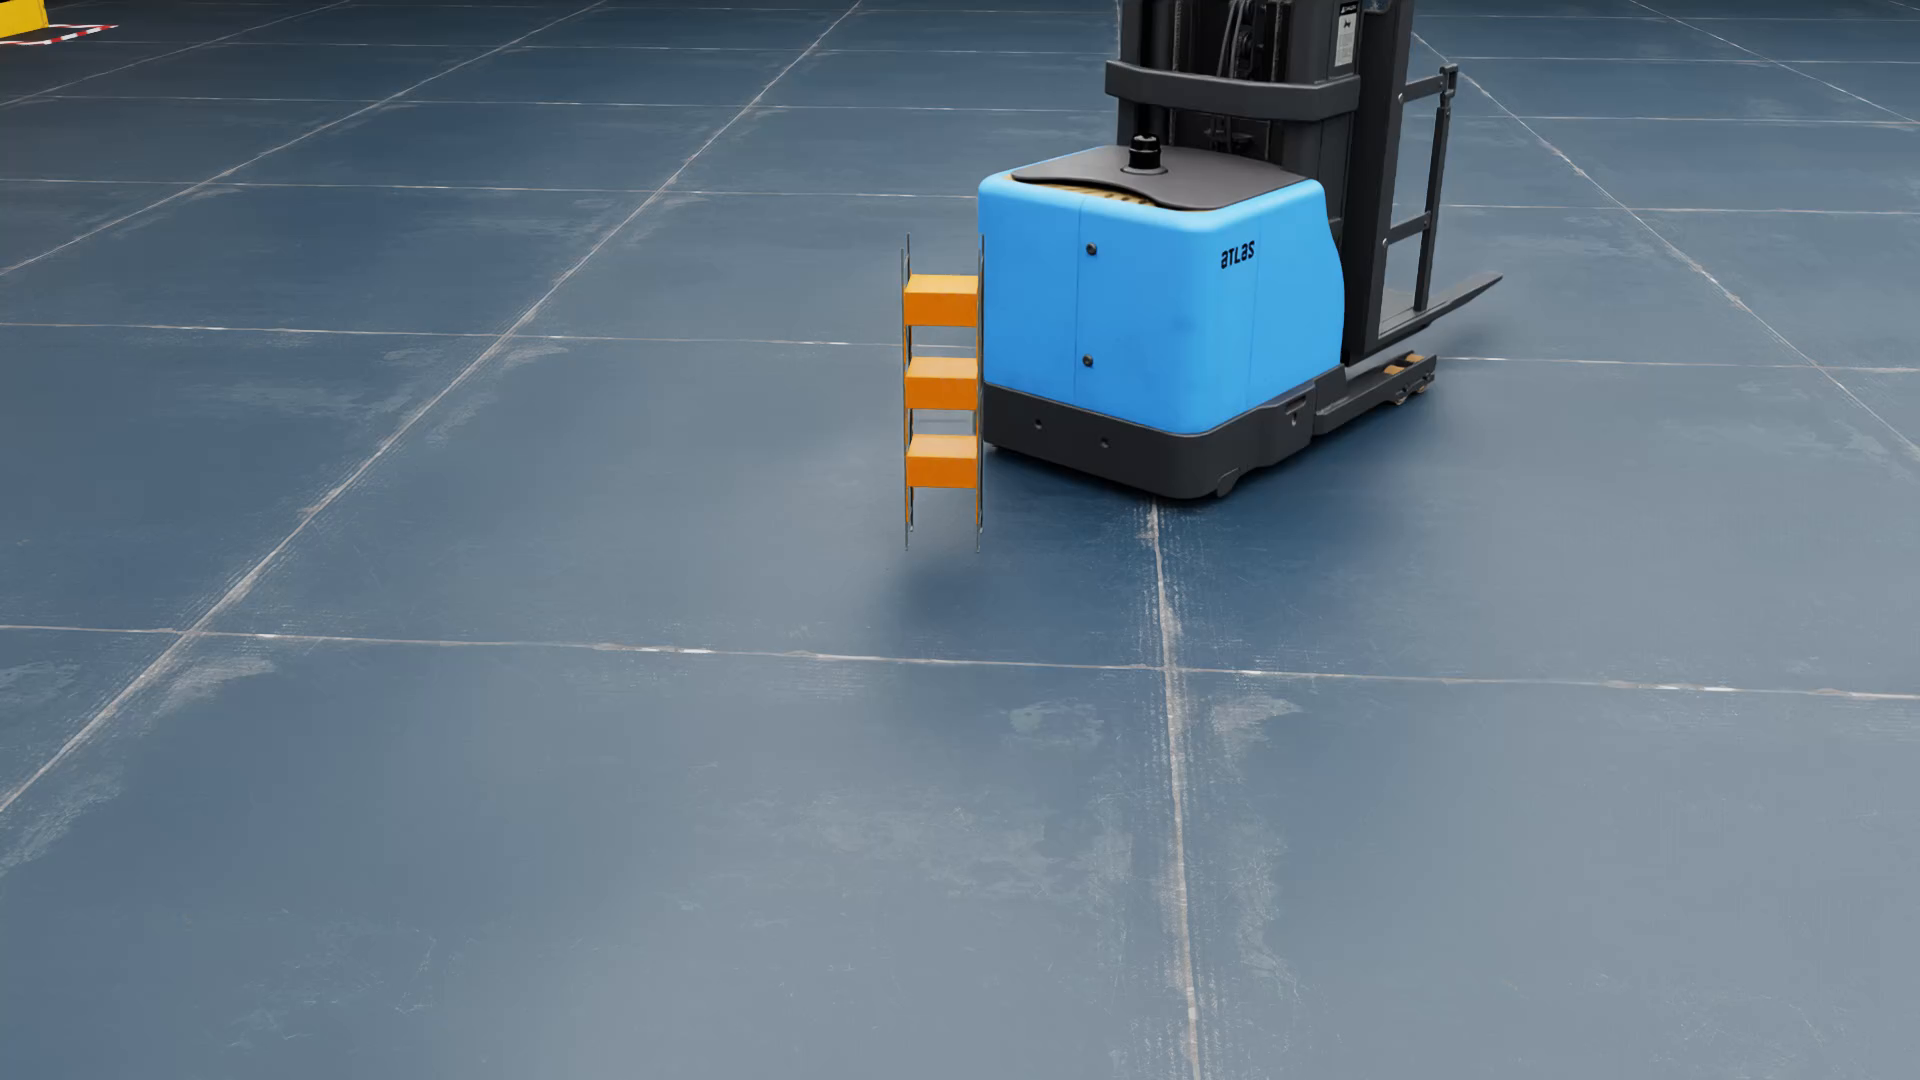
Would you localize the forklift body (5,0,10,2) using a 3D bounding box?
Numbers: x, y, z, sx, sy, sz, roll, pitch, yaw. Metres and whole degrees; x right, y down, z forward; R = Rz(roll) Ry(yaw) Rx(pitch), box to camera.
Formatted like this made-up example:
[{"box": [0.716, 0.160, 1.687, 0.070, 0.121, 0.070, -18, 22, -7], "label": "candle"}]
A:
[{"box": [-11.356, -7.515, 19.509, 1.214, 2.155, 2.313, 2, 25, 4], "label": "forklift body"}]

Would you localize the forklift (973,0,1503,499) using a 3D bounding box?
[{"box": [1.385, -2.017, 6.628, 1.130, 2.935, 3.031, 19, 31, 36], "label": "forklift"}]

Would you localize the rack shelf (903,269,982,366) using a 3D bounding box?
[{"box": [-0.053, -0.727, 5.420, 0.240, 0.259, 0.215, 2, 25, 4], "label": "rack shelf"}]

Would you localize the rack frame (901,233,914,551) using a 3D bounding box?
[{"box": [-0.175, -0.483, 5.543, 0.008, 1.050, 0.200, 2, 25, 4], "label": "rack frame"}]

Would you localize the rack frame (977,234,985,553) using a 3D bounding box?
[{"box": [0.068, -0.475, 5.526, 0.008, 1.050, 0.200, 2, 25, 4], "label": "rack frame"}]

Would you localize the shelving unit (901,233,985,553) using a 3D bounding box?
[{"box": [-0.053, -0.479, 5.534, 0.252, 1.050, 0.215, 2, 25, 4], "label": "shelving unit"}]

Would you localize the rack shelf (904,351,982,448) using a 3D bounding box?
[{"box": [-0.053, -0.469, 5.539, 0.240, 0.259, 0.215, 2, 25, 4], "label": "rack shelf"}]

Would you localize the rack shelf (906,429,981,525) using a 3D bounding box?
[{"box": [-0.053, -0.217, 5.655, 0.240, 0.259, 0.215, 2, 25, 4], "label": "rack shelf"}]

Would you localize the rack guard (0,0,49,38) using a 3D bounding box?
[{"box": [-9.778, -5.398, 16.884, 0.348, 0.500, 1.175, 2, 25, 4], "label": "rack guard"}]
